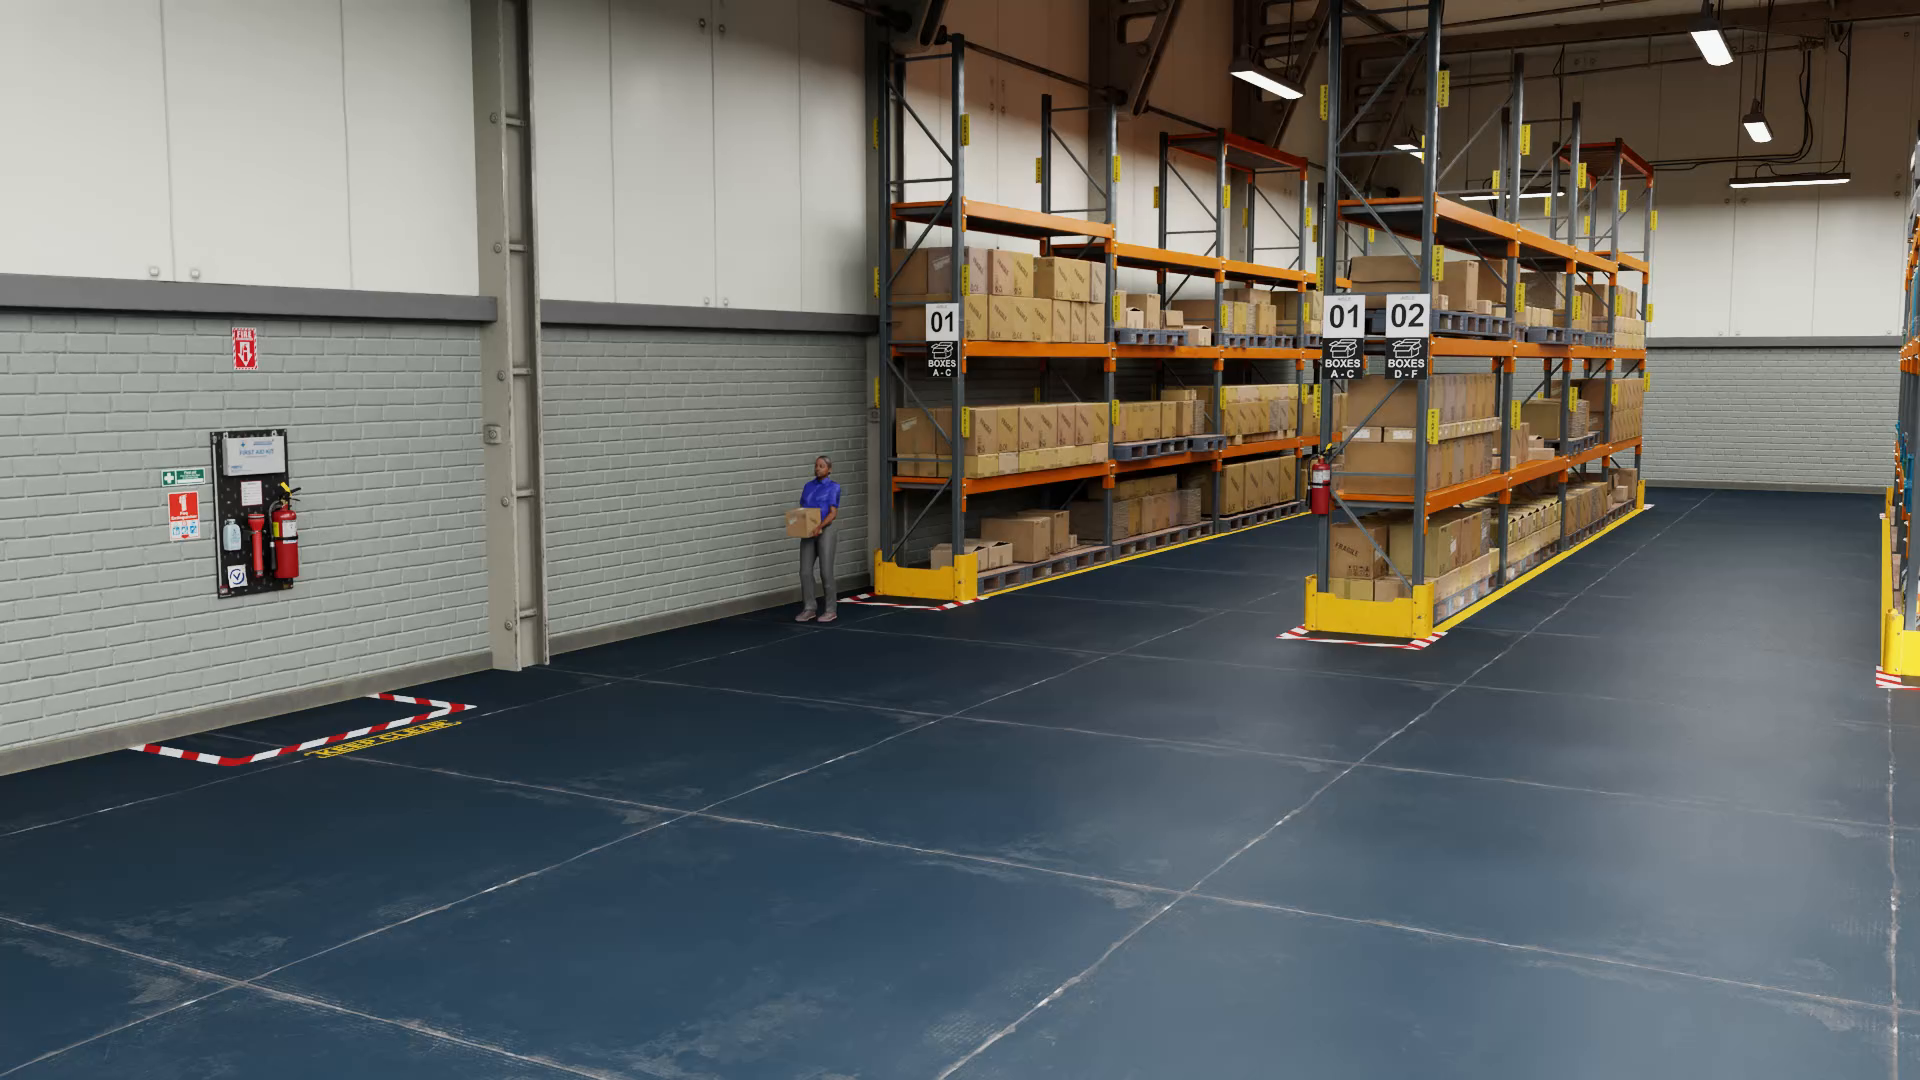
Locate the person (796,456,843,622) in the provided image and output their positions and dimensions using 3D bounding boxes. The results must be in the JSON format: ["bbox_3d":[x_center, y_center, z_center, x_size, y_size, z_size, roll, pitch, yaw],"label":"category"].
[{"bbox_3d":[-1.417,-0.022,16.603,0.511,1.653,0.349,3,7,26],"label":"person"}]
